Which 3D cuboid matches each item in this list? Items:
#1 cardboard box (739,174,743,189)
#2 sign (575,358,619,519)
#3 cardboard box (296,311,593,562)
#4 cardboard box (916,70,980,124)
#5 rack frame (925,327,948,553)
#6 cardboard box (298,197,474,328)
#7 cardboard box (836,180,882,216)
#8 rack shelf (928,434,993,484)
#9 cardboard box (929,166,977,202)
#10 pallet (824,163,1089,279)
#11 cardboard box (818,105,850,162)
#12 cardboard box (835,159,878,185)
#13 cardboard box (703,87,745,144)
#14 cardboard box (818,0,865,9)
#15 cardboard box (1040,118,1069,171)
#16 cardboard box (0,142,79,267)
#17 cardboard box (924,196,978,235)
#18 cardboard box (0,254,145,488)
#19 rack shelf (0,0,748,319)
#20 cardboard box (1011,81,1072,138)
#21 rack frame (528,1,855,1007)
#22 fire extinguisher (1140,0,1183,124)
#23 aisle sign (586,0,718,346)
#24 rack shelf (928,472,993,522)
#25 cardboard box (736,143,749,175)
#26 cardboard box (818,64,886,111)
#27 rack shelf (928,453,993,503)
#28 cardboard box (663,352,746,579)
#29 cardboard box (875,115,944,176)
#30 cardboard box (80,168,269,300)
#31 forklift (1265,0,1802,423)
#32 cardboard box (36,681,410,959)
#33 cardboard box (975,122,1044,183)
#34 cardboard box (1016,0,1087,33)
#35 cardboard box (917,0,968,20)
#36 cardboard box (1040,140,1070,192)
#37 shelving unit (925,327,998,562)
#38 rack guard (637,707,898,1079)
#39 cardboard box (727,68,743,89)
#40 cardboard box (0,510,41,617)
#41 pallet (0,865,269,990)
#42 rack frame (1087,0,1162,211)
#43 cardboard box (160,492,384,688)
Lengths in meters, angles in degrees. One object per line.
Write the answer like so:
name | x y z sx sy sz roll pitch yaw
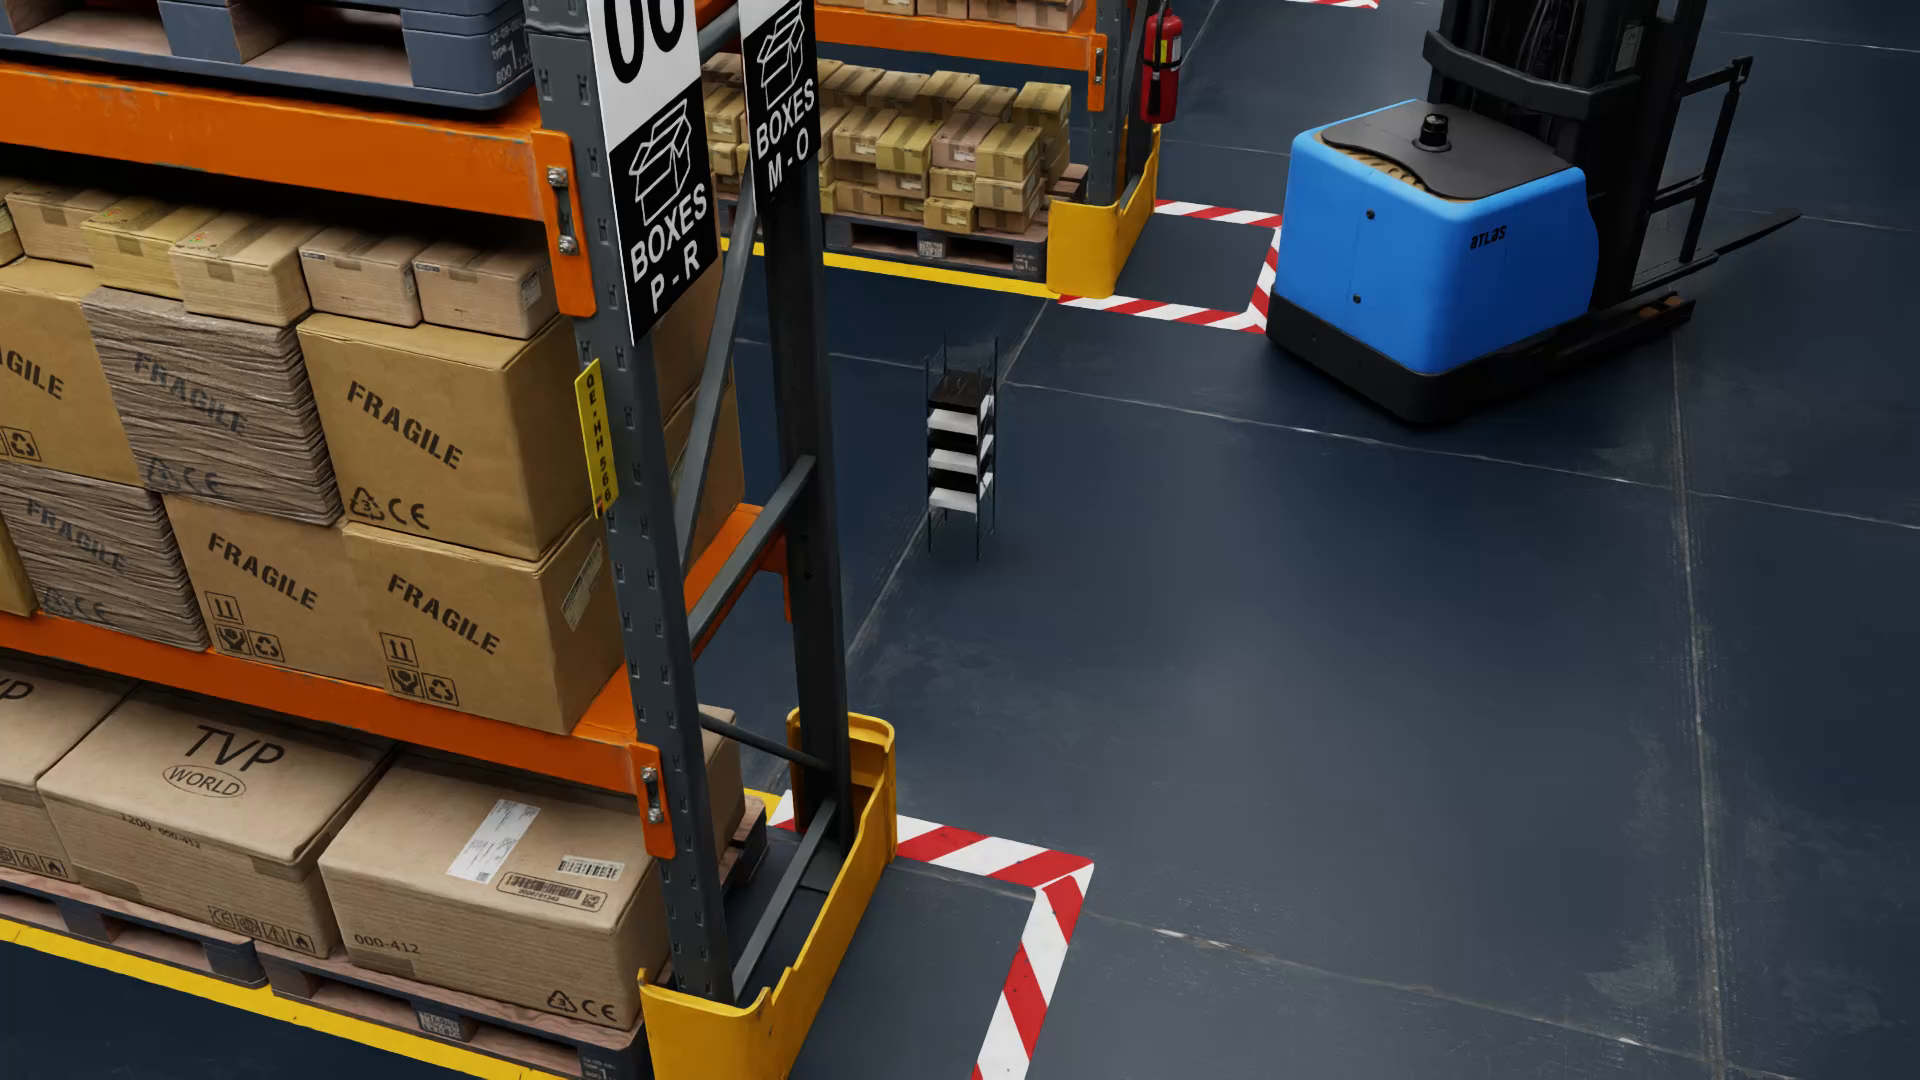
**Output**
cardboard box | -0.990 -1.947 8.915 0.250 0.149 0.380 11 38 15
sign | -0.721 -0.200 3.315 0.005 0.325 0.100 10 38 14
cardboard box | -1.077 -0.336 3.749 0.500 0.500 0.500 12 38 15
cardboard box | -0.066 -2.405 9.036 0.250 0.149 0.380 10 38 14
rack frame | -0.089 -0.379 6.506 0.006 0.900 0.240 10 38 14
cardboard box | -1.197 -0.629 3.598 0.250 0.149 0.380 11 38 15
cardboard box | -0.473 -1.877 8.821 0.250 0.149 0.380 11 38 14
rack shelf | 0.008 -0.334 6.501 0.200 0.077 0.258 10 38 14
cardboard box | 0.012 -1.911 8.616 0.250 0.149 0.380 10 37 13
pallet | -0.004 -1.816 9.039 1.213 0.211 1.003 10 38 14
cardboard box | -0.756 -2.121 8.650 0.250 0.149 0.380 12 38 16
cardboard box | -0.477 -2.031 8.778 0.250 0.149 0.380 10 38 13
cardboard box | -1.233 -2.260 8.839 0.250 0.149 0.380 11 38 14
cardboard box | -0.525 -2.754 8.174 0.250 0.149 0.380 9 37 12
cardboard box | 0.410 -2.140 8.927 0.250 0.149 0.380 12 38 16
cardboard box | -2.182 -0.792 3.820 0.250 0.149 0.380 11 38 15
cardboard box | -0.006 -1.746 8.642 0.250 0.149 0.380 12 38 15
cardboard box | -2.056 -0.501 3.973 0.500 0.500 0.500 10 38 14
rack shelf | -2.455 -1.215 3.946 4.000 0.370 1.077 10 38 14
cardboard box | 0.435 -2.307 8.903 0.250 0.149 0.380 9 37 12
rack frame | -0.546 0.057 4.142 0.127 3.000 1.000 10 38 14
fire extinguisher | 0.937 -2.275 7.690 0.183 0.674 0.296 10 38 14
aisle sign | -0.569 -0.802 3.116 0.004 0.787 0.394 10 38 14
rack shelf | 0.008 -0.189 6.608 0.200 0.077 0.258 10 38 14
cardboard box | -0.989 -2.065 8.825 0.250 0.149 0.380 12 38 16
cardboard box | -0.590 -2.456 9.105 0.250 0.149 0.380 12 38 16
rack shelf | 0.008 -0.262 6.554 0.200 0.077 0.258 10 38 14
cardboard box | -0.918 -0.231 4.448 0.500 0.500 0.500 10 38 14
cardboard box | -0.255 -2.023 8.517 0.250 0.149 0.380 10 37 13
cardboard box | -1.697 -0.694 3.688 0.250 0.149 0.380 11 38 15
forklift | 2.971 -2.376 7.505 3.031 2.935 1.130 -22 42 -27
cardboard box | -2.082 0.703 5.072 0.875 0.438 0.875 11 38 15
cardboard box | 0.253 -1.972 8.448 0.250 0.149 0.380 11 38 14
cardboard box | 0.438 -2.558 7.907 0.250 0.149 0.380 11 38 14
cardboard box | -0.032 -2.659 8.044 0.250 0.149 0.380 10 38 13
cardboard box | 0.429 -2.056 9.064 0.250 0.149 0.380 11 38 15
shelving unit | 0.008 -0.361 6.481 0.210 0.900 0.258 10 38 14
rack guard | -0.523 1.068 4.877 0.348 0.500 1.175 10 38 14
cardboard box | -1.096 -2.519 9.190 0.250 0.149 0.380 11 38 14
cardboard box | -2.550 -0.185 4.387 0.500 0.500 0.500 12 38 15
pallet | -2.493 0.866 5.395 1.213 0.211 1.003 10 38 14
rack frame | 0.834 -2.762 7.972 0.127 3.000 1.000 10 38 14
cardboard box | -1.560 -0.016 4.157 0.500 0.500 0.500 10 37 13
